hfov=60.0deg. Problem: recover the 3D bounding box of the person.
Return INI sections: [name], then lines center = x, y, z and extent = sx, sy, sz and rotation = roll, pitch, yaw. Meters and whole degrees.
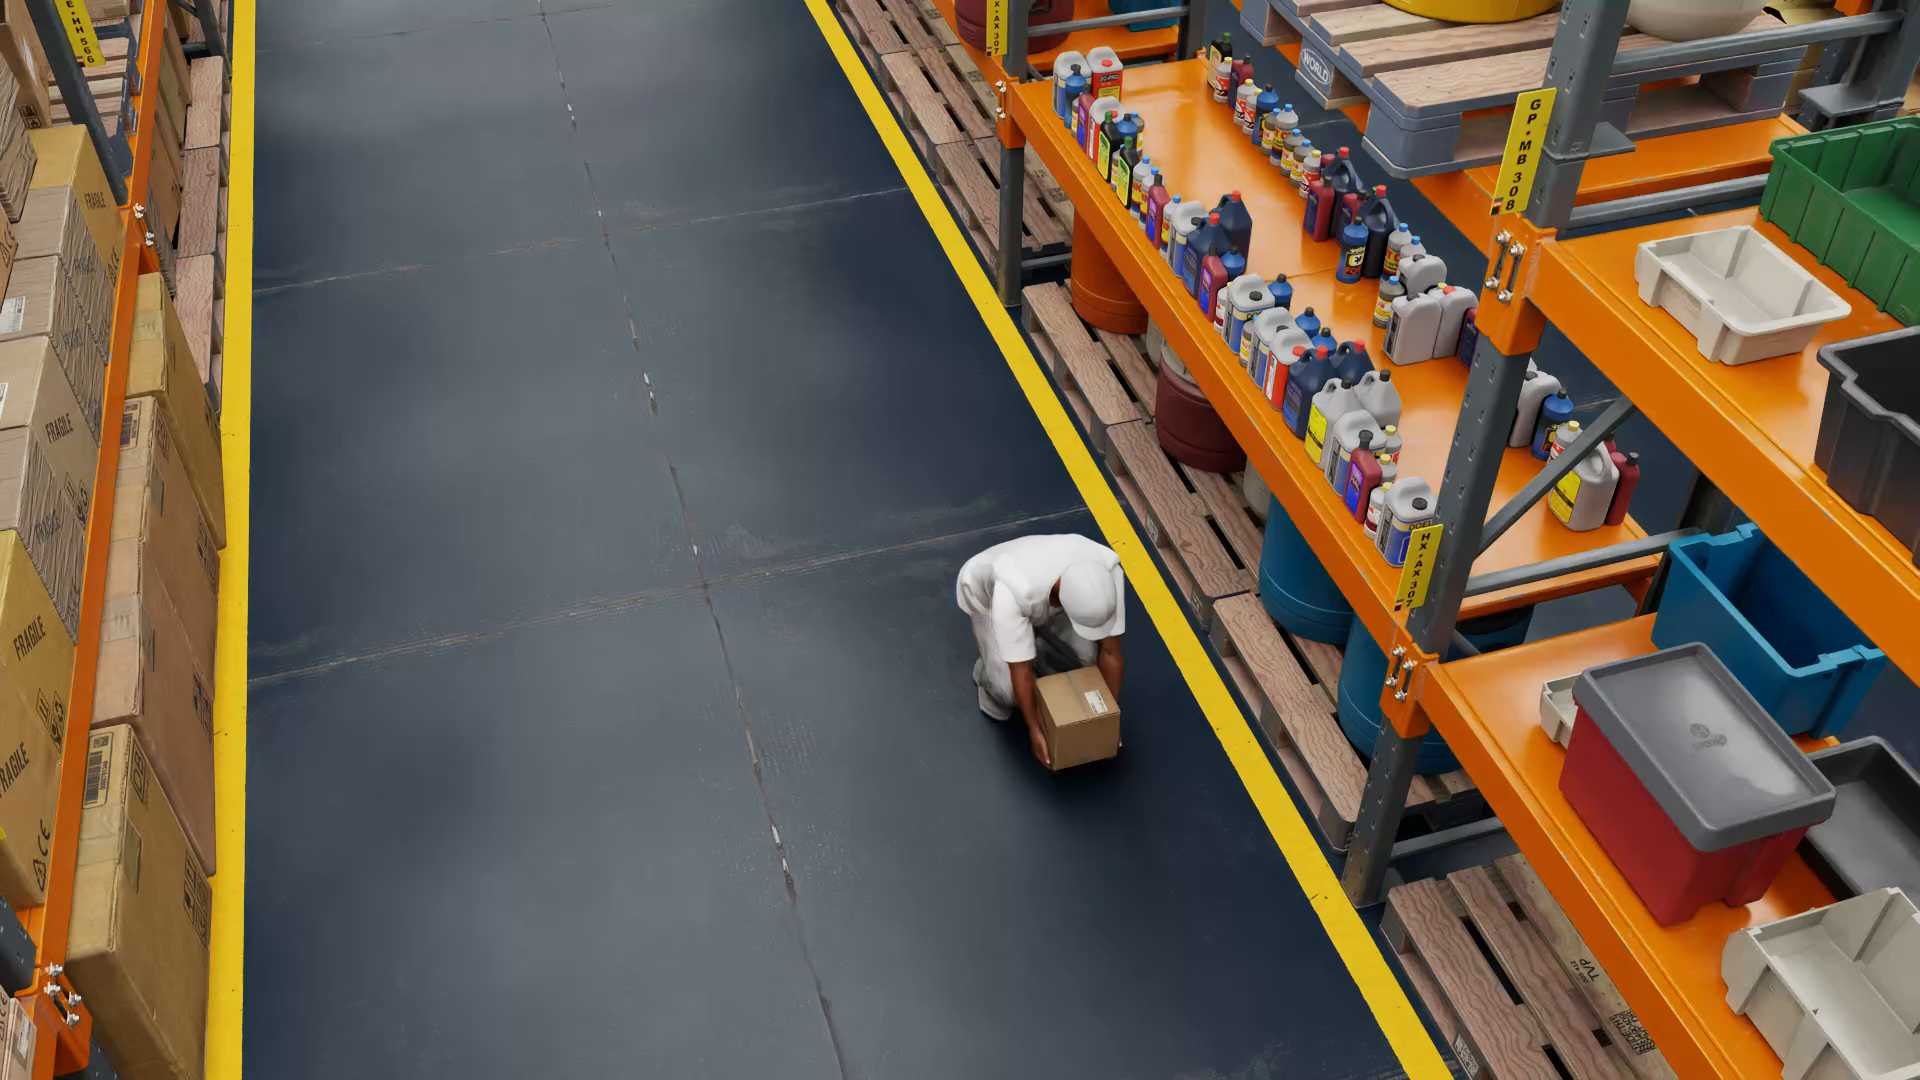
[person]
center = 0.345, 0.322, 6.361
extent = 0.550, 1.006, 0.912
rotation = -14, 44, -15
